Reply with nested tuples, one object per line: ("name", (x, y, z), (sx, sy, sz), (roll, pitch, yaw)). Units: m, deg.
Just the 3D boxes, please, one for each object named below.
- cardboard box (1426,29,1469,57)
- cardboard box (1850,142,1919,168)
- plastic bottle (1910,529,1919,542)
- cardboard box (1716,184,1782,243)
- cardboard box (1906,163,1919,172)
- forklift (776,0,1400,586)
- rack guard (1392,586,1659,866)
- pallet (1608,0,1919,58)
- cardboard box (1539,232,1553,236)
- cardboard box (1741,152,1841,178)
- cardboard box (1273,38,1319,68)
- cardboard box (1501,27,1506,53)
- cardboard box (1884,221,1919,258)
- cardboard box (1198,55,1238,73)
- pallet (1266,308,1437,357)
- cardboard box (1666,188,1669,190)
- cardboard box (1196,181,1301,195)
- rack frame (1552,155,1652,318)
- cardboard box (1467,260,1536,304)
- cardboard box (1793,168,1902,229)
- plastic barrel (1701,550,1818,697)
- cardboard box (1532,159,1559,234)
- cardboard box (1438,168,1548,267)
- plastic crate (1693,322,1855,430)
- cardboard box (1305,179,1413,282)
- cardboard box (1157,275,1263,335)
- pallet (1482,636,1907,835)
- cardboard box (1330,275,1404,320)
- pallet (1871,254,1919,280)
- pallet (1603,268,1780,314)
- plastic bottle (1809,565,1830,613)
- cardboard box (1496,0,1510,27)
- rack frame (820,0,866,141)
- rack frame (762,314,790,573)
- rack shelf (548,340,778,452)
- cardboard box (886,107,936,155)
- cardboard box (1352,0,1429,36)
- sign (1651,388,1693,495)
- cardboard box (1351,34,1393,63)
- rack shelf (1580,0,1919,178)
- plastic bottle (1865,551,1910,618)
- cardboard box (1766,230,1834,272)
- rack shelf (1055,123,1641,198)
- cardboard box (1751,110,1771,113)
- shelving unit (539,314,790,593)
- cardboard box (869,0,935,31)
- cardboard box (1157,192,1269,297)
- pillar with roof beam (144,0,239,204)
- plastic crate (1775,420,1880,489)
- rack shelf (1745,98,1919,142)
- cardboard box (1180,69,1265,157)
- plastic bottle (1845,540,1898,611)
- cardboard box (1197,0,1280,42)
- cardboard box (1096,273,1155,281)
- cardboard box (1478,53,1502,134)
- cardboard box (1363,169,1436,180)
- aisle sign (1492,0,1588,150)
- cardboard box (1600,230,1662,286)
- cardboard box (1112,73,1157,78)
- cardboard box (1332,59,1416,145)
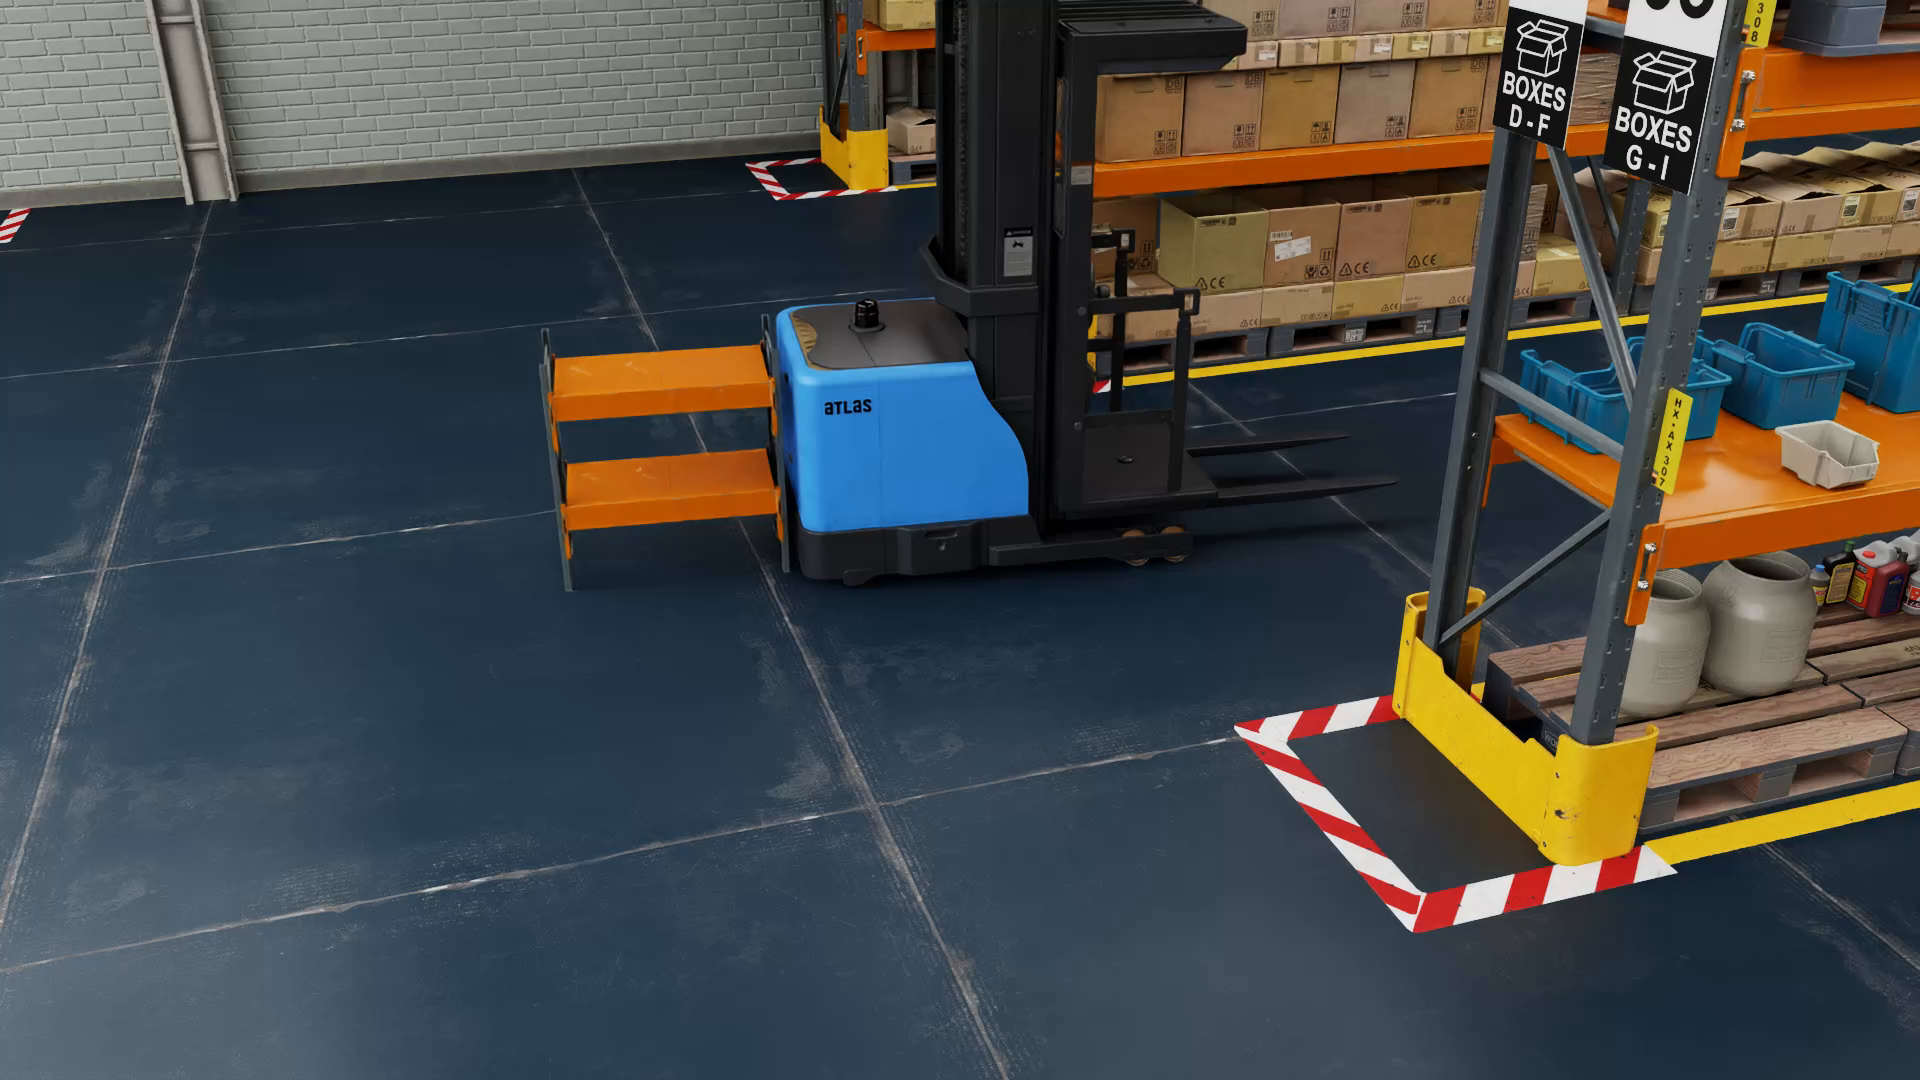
("cardboard box", (2.924, -3.094, 10.268), (0.250, 0.149, 0.380), (-7, 27, -15))
("cardboard box", (7.042, -2.796, 12.498), (0.500, 0.311, 0.500), (-9, 28, -17))
("plastic bottle", (4.198, 0.069, 7.222), (0.185, 0.351, 0.144), (-7, 27, -14))
("cardboard box", (5.272, -2.287, 11.473), (0.500, 0.311, 0.500), (-9, 28, -17))
("cardboard box", (7.214, -2.569, 12.041), (0.500, 0.311, 0.500), (-9, 28, -17))
("forklift", (0.660, -1.417, 7.807), (3.031, 2.935, 1.130), (-5, 27, -10))
("rack guard", (2.109, 0.674, 6.331), (0.348, 0.500, 1.175), (-8, 28, -16))
("pallet", (2.868, -1.747, 5.235), (1.213, 0.211, 1.003), (-8, 28, -16))
("cardboard box", (3.789, -2.082, 11.691), (0.500, 0.250, 0.500), (-8, 28, -16))
("cardboard box", (6.068, -2.656, 12.215), (0.500, 0.311, 0.500), (-9, 28, -17))
("cardboard box", (1.942, -2.952, 9.980), (0.250, 0.149, 0.380), (-9, 28, -18))
("cardboard box", (3.399, -3.162, 10.403), (0.250, 0.149, 0.380), (-8, 28, -16))
("cardboard box", (6.735, -2.253, 12.034), (0.500, 0.250, 0.500), (-8, 27, -15))
("cardboard box", (1.448, -2.880, 9.836), (0.250, 0.149, 0.380), (-8, 28, -16))
("pallet", (2.393, -1.551, 11.137), (1.213, 0.211, 1.003), (-8, 28, -16))
("cardboard box", (5.113, -2.520, 11.943), (0.500, 0.311, 0.500), (-7, 27, -15))
("cardboard box", (1.885, -2.146, 10.977), (0.500, 0.500, 0.500), (-8, 28, -16))
("rack frame", (4.324, -3.061, 11.043), (0.127, 3.000, 1.000), (-8, 28, -16))
("cardboard box", (3.473, -1.797, 11.116), (0.500, 0.250, 0.500), (-8, 28, -16))
("cardboard box", (6.256, -2.433, 11.766), (0.500, 0.311, 0.500), (-7, 27, -15))
("plastic barrel", (3.130, 0.319, 6.560), (0.421, 0.512, 0.421), (0, 26, 0))
("cardboard box", (3.786, -2.422, 11.532), (0.500, 0.500, 0.500), (-8, 28, -16))
("cardboard box", (3.472, -2.134, 10.951), (0.500, 0.500, 0.500), (-8, 28, -16))
("plastic crate", (3.054, -0.632, 6.316), (0.408, 0.251, 0.499), (-8, 28, -16))
("cardboard box", (2.527, -1.988, 10.658), (0.500, 0.500, 0.500), (-8, 28, -16))
("cardboard box", (1.574, -1.517, 10.553), (0.500, 0.250, 0.500), (-8, 28, -16))
("pallet", (2.883, 0.693, 6.616), (1.213, 0.211, 1.003), (-8, 28, -16))
("cardboard box", (2.526, -1.653, 10.826), (0.500, 0.250, 0.500), (-8, 28, -16))
("pallet", (7.333, -2.266, 12.578), (1.213, 0.211, 1.003), (-8, 28, -16))
("pallet", (5.013, -1.930, 11.901), (1.213, 0.211, 1.003), (-8, 28, -16))
("plastic bottle", (3.662, 0.202, 7.121), (0.097, 0.201, 0.097), (0, 26, 0))
("cardboard box", (3.424, -3.553, 10.463), (0.500, 0.500, 0.700), (-8, 28, -16))
("rack frame", (-1.017, -4.604, 14.151), (0.127, 3.000, 1.000), (-8, 28, -16))
("rack frame", (-0.875, -0.456, 7.903), (0.032, 1.125, 0.500), (-5, 27, -10))
("rack shelf", (-1.373, -0.674, 7.684), (1.000, 0.278, 0.538), (-5, 27, -10))
("cardboard box", (-0.331, -3.654, 14.767), (0.500, 0.311, 0.500), (-12, 29, -22))
("cardboard box", (2.473, -3.416, 10.186), (0.500, 0.500, 0.700), (-8, 28, -16))
("sign", (2.217, -0.306, 5.183), (0.005, 0.325, 0.100), (-8, 28, -16))
("cardboard box", (2.422, -3.020, 10.118), (0.250, 0.149, 0.380), (-8, 27, -16))
("rack shelf", (3.953, -1.712, 5.762), (4.000, 0.370, 1.077), (-8, 28, -16))
("plastic bottle", (3.943, 0.187, 7.059), (0.133, 0.283, 0.061), (-8, 28, -16))
("cardboard box", (5.763, -2.111, 11.749), (0.500, 0.250, 0.500), (-9, 28, -18))
("rack shelf", (2.423, -2.464, 10.648), (4.000, 0.370, 1.077), (-8, 28, -16))
("cardboard box", (5.230, -2.984, 11.171), (0.250, 0.149, 0.380), (-8, 28, -16))
("shelving unit", (-1.373, -0.412, 7.814), (1.048, 1.125, 0.538), (-5, 27, -10))
("cardboard box", (-0.454, -4.479, 14.045), (0.500, 0.250, 0.500), (-9, 28, -18))
("cardboard box", (1.575, -1.852, 10.385), (0.500, 0.500, 0.500), (-8, 28, -16))
("pillar with roof beam", (-4.991, -5.107, 8.418), (0.400, 9.000, 9.100), (-8, 28, -16))
("plastic crate", (3.002, -0.285, 5.747), (0.250, 0.136, 0.298), (-8, 28, -16))
("rack shelf", (6.226, -3.015, 11.758), (4.000, 0.370, 1.077), (-8, 28, -16))
("cardboard box", (1.467, -2.689, 10.180), (0.500, 0.500, 0.700), (-8, 27, -15))
("plastic bottle", (3.910, 0.146, 7.151), (0.135, 0.276, 0.152), (-8, 28, -16))
("cardboard box", (1.517, -3.277, 9.907), (0.500, 0.500, 0.700), (-9, 28, -17))
("cardboard box", (0.939, -1.666, 10.852), (0.500, 0.250, 0.500), (-8, 28, -16))
("cardboard box", (3.405, -2.967, 10.741), (0.500, 0.500, 0.700), (-9, 28, -17))
("cardboard box", (2.836, -2.284, 11.255), (0.500, 0.500, 0.500), (-8, 28, -16))
("aisle sign", (1.891, -1.696, 5.369), (0.004, 0.787, 0.394), (-8, 28, -16))
("cardboard box", (4.784, -1.969, 11.462), (0.500, 0.250, 0.500), (-9, 28, -17))
("cardboard box", (0.961, -2.809, 9.693), (0.250, 0.149, 0.380), (-8, 28, -16))
("cardboard box", (2.440, -2.829, 10.462), (0.500, 0.500, 0.700), (-7, 27, -15))
